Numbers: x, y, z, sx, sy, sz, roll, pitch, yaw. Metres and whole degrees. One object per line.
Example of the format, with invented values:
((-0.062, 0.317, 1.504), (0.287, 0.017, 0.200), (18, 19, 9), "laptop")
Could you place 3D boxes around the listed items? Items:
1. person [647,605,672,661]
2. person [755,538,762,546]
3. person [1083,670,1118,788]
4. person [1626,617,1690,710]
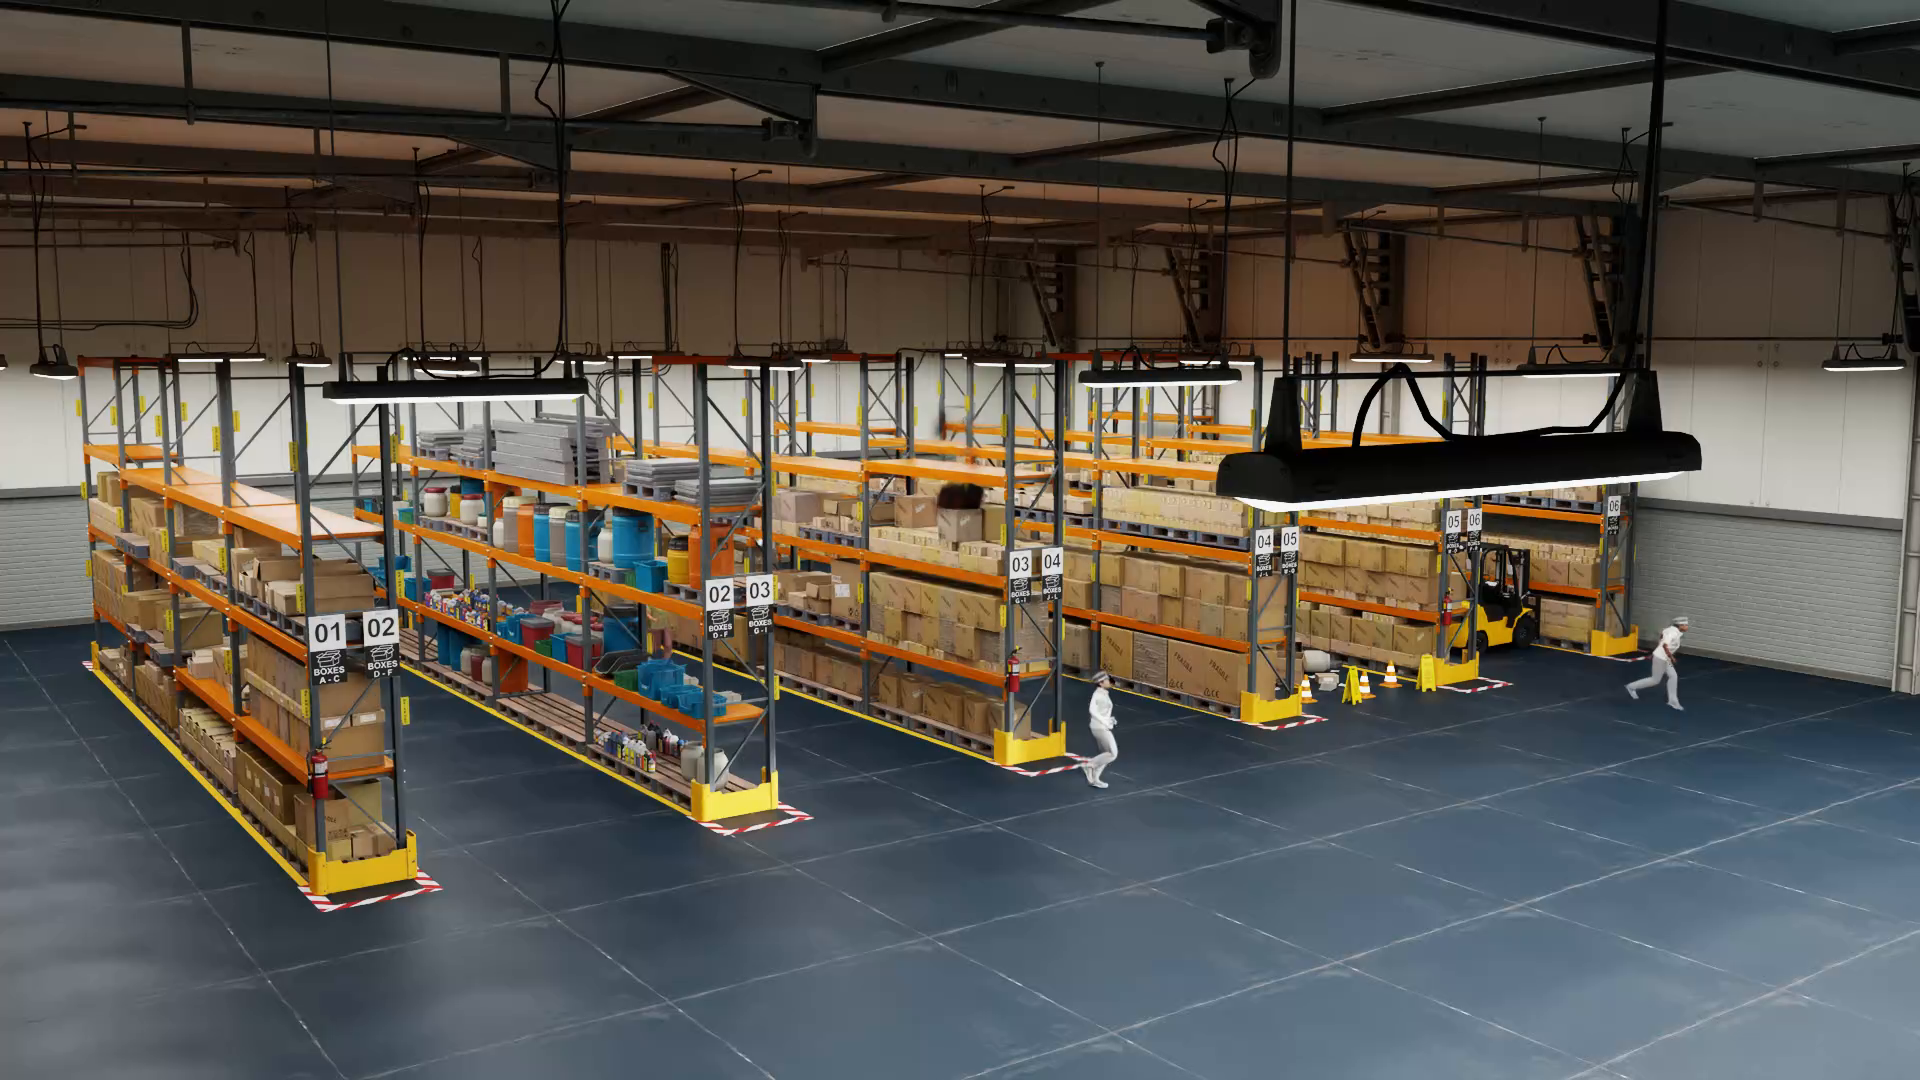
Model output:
((-5.748, 1.674, 31.721), (0.566, 1.647, 0.875), (-5, 9, -38), "person")
((-5.039, 0.468, 41.401), (0.649, 1.720, 0.563), (4, 8, 30), "person")
((2.014, 2.665, 23.573), (0.448, 1.658, 0.650), (1, 7, 5), "person")
((12.011, 2.097, 28.633), (0.948, 1.629, 0.599), (2, 7, 19), "person")
